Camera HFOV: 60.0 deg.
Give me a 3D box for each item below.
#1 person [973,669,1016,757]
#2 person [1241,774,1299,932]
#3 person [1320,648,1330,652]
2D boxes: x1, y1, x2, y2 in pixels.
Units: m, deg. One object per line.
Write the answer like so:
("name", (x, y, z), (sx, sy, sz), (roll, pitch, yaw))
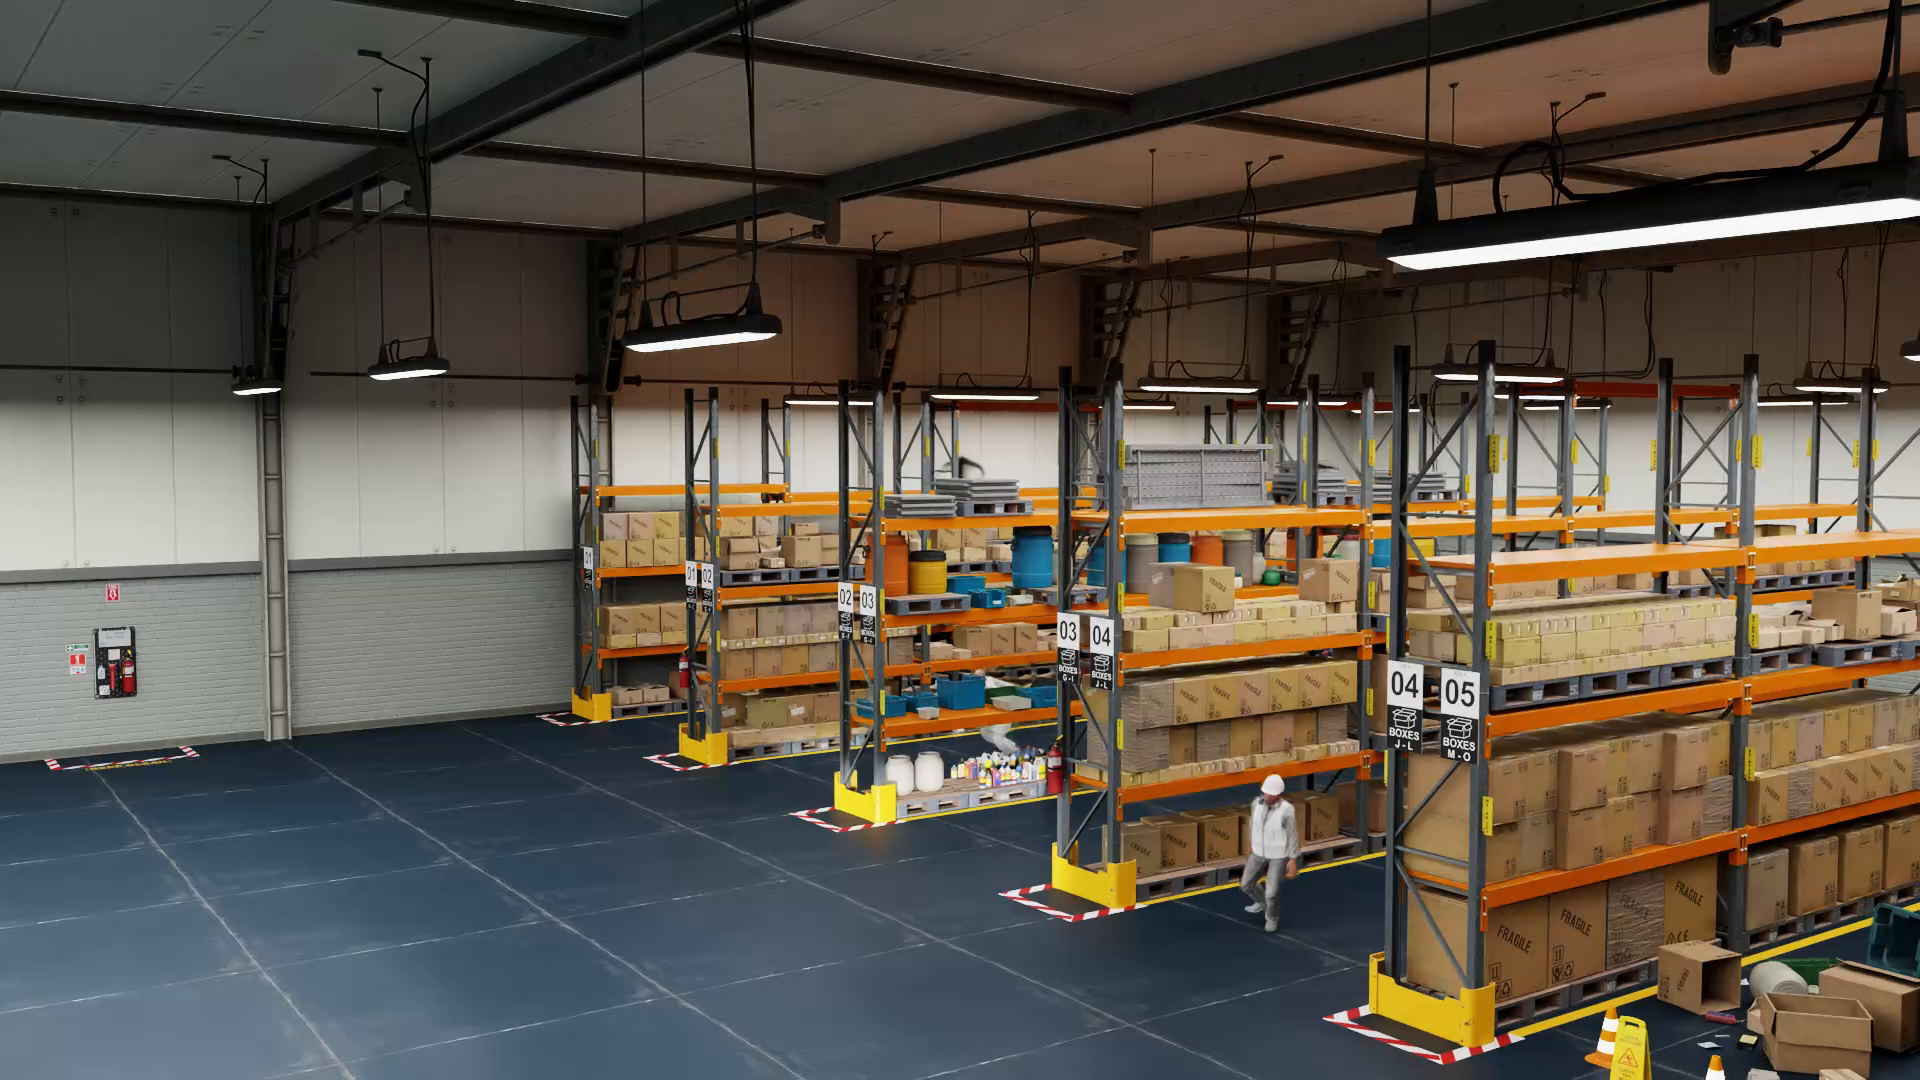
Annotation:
("person", (0.547, 2.797, 26.302), (1.081, 1.547, 0.707), (-1, 4, -17))
("person", (3.257, 3.257, 17.469), (0.802, 1.693, 0.686), (3, 4, 40))
("person", (8.637, 2.067, 38.718), (0.564, 1.538, 0.503), (-2, 4, -25))
